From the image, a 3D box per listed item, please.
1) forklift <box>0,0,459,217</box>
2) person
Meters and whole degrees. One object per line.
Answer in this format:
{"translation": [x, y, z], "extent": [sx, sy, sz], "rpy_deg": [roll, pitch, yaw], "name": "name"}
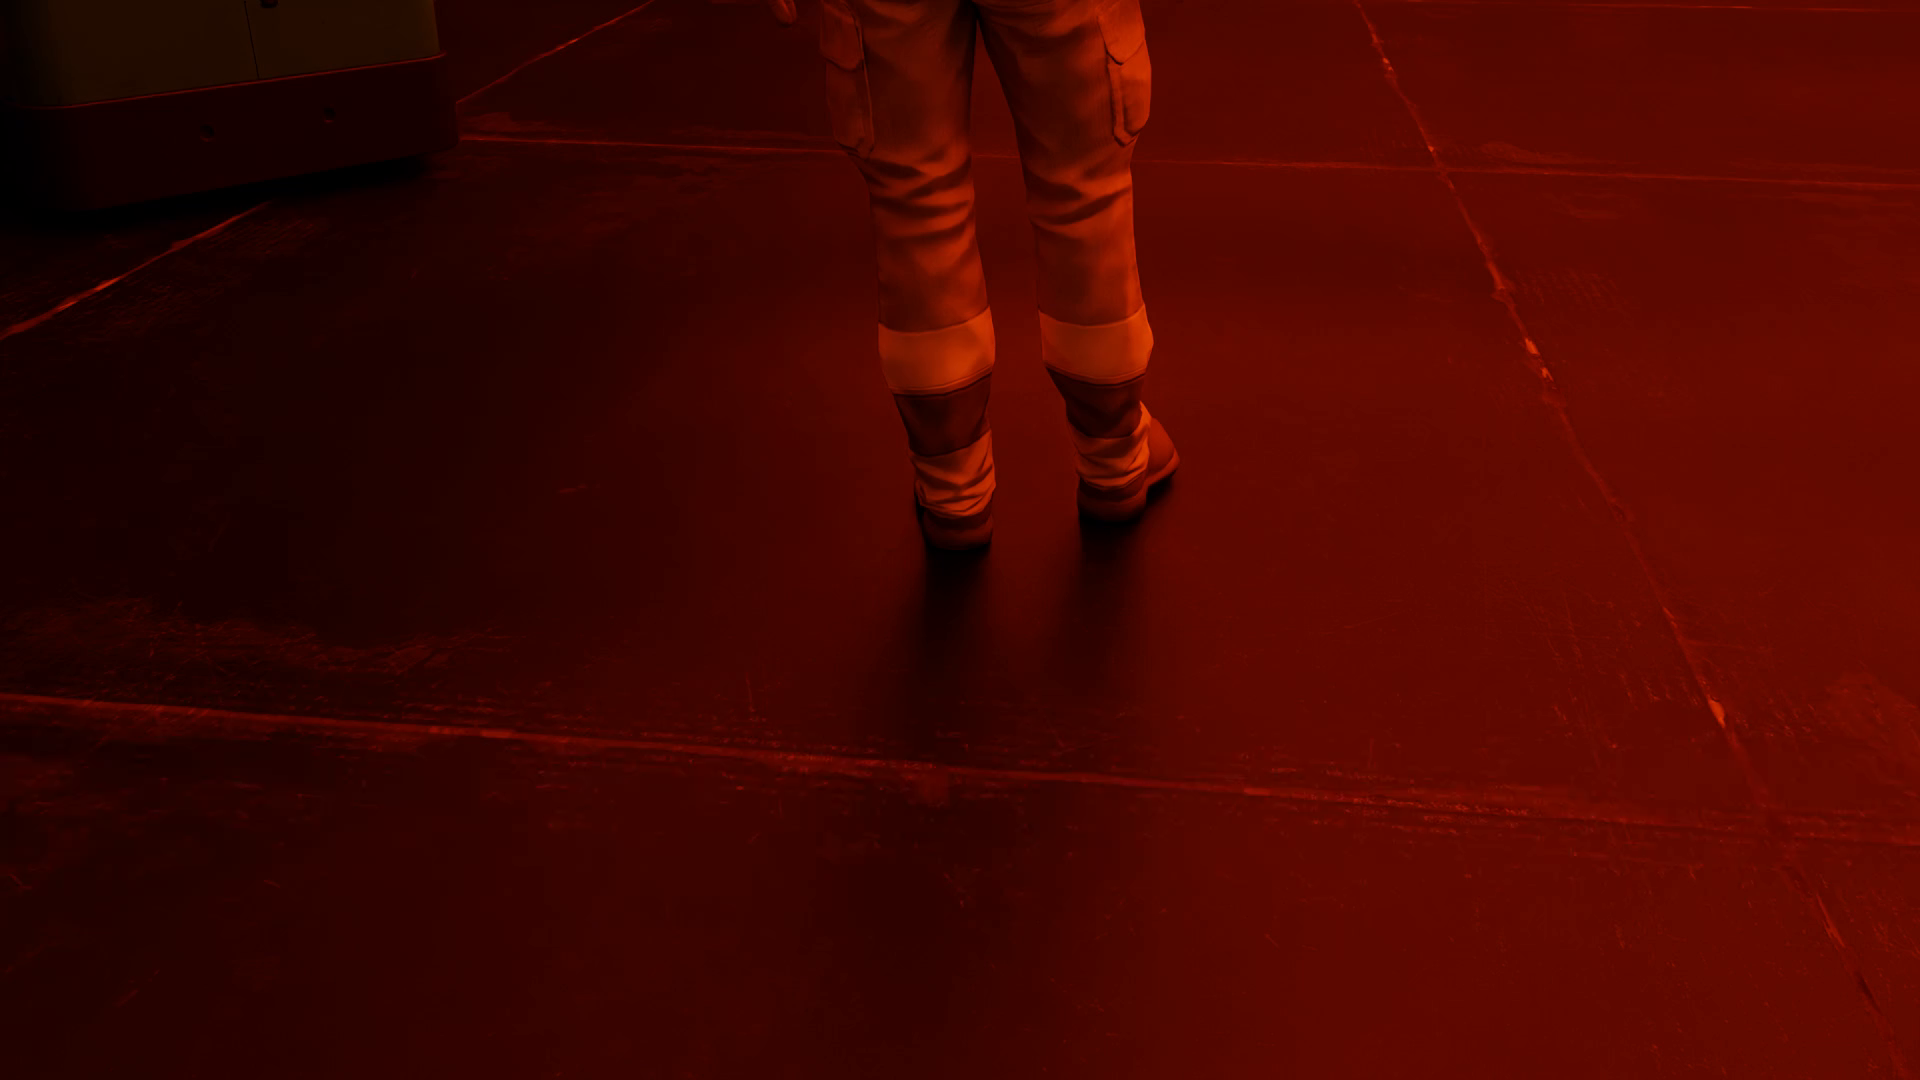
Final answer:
{"translation": [-2.702, -2.651, 4.531], "extent": [1.130, 2.935, 3.031], "rpy_deg": [-22, 34, -37], "name": "forklift"}
{"translation": [0.023, -0.842, 2.168], "extent": [0.637, 1.790, 0.562], "rpy_deg": [3, 27, 7], "name": "person"}
